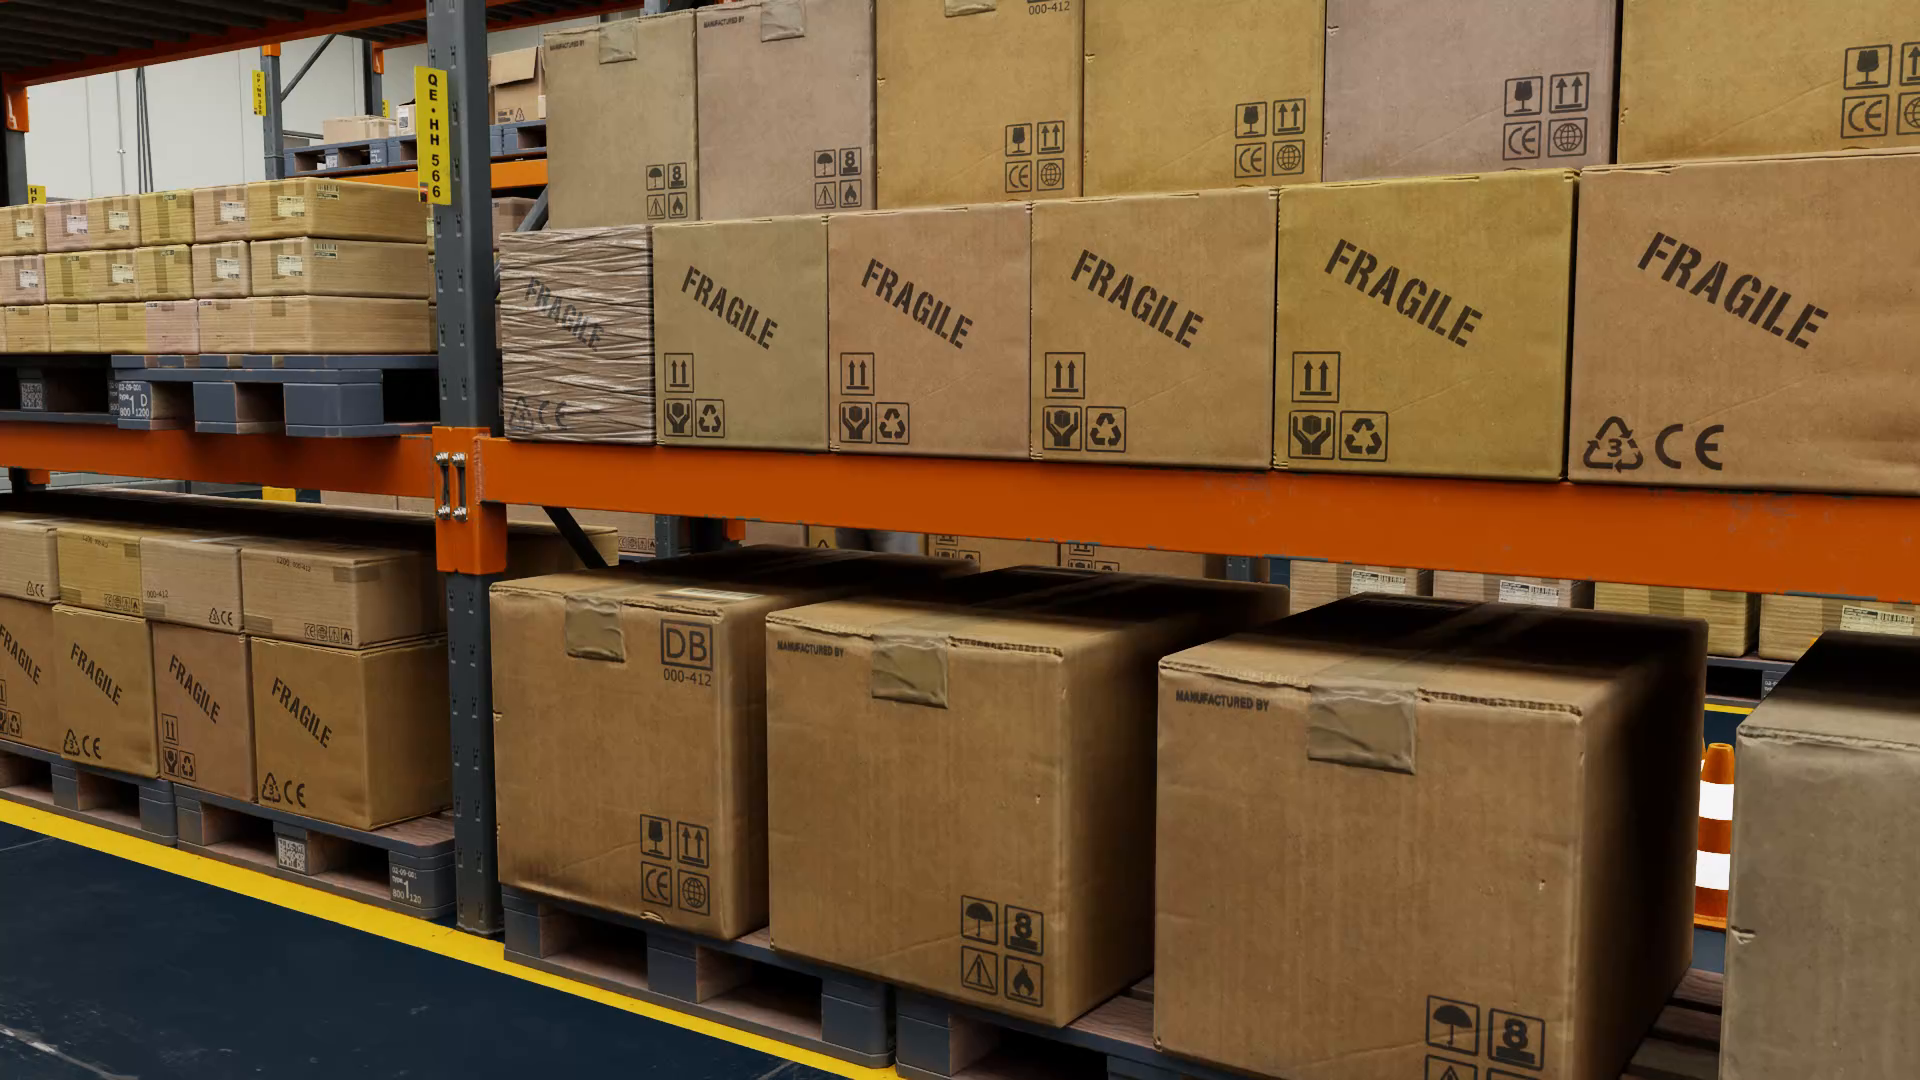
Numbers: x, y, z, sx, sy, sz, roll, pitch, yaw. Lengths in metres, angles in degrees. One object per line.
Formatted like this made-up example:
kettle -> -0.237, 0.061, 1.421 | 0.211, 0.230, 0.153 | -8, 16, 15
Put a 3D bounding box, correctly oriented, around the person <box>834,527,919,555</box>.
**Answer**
person -> -0.327, -0.169, 7.225 | 0.502, 1.765, 0.579 | 4, 7, 33
